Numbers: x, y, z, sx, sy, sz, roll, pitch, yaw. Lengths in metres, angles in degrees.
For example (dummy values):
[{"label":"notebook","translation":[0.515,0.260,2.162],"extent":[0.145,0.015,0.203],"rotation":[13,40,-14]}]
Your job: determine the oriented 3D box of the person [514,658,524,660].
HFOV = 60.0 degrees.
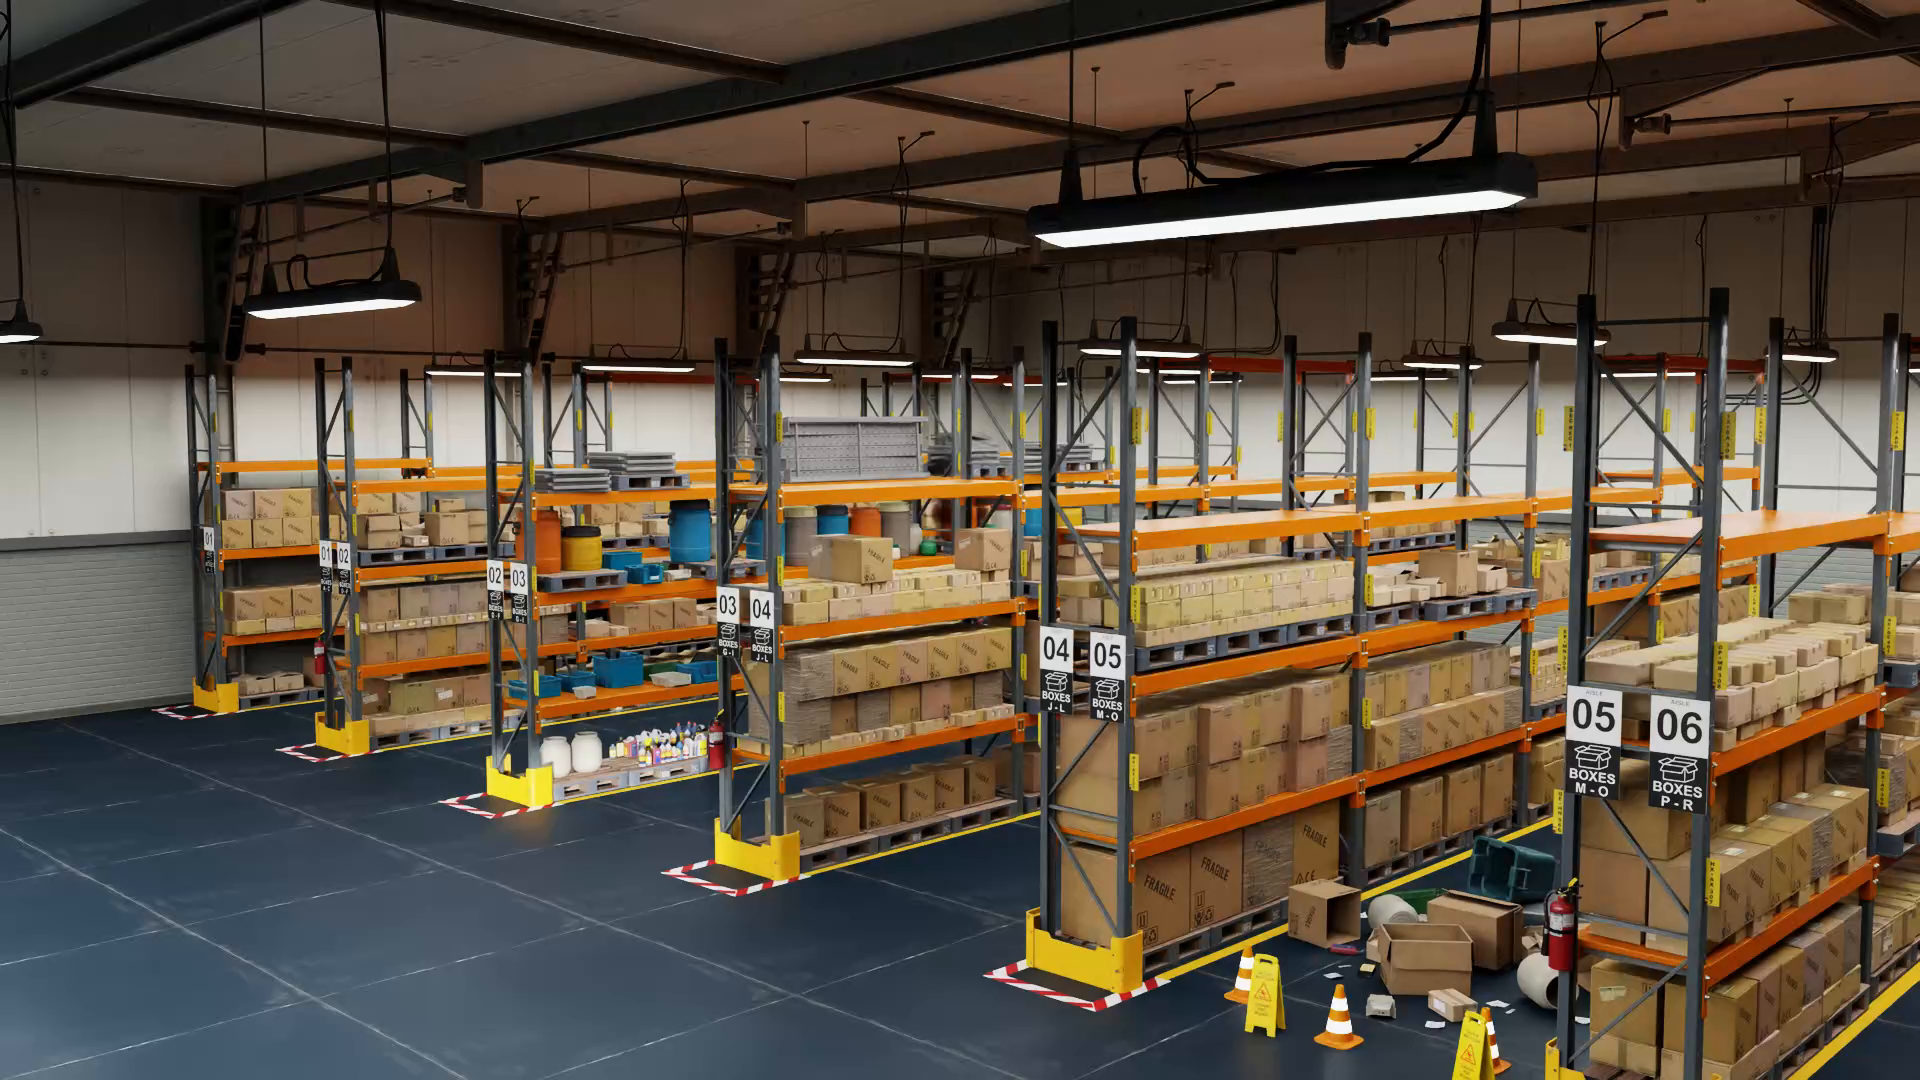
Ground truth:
[{"label":"person","translation":[-7.770,2.066,29.555],"extent":[0.551,1.786,0.426],"rotation":[-1,5,-17]}]
